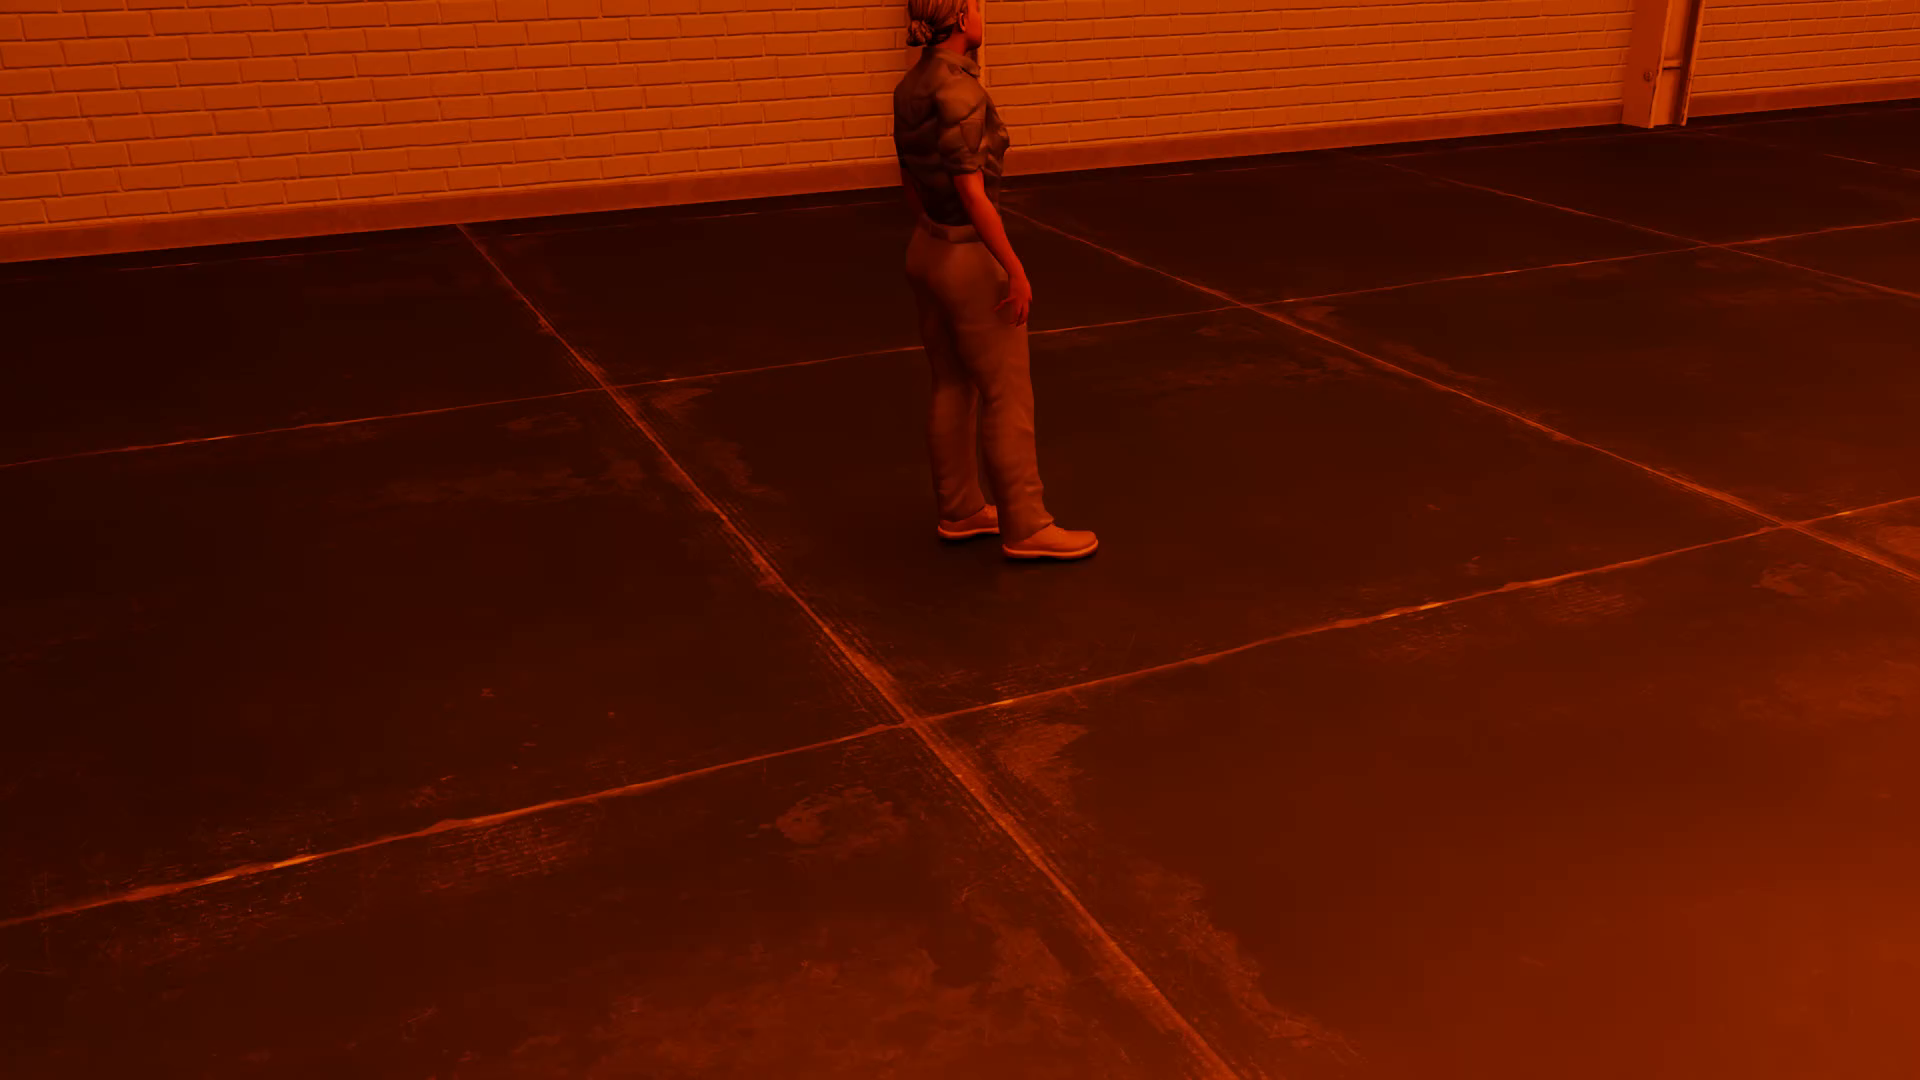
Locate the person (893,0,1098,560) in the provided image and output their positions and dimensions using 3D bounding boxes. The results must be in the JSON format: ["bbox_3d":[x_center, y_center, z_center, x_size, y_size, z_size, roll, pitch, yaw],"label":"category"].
[{"bbox_3d":[0.088,-0.778,4.804,0.504,1.654,0.569,-10,25,-23],"label":"person"}]
